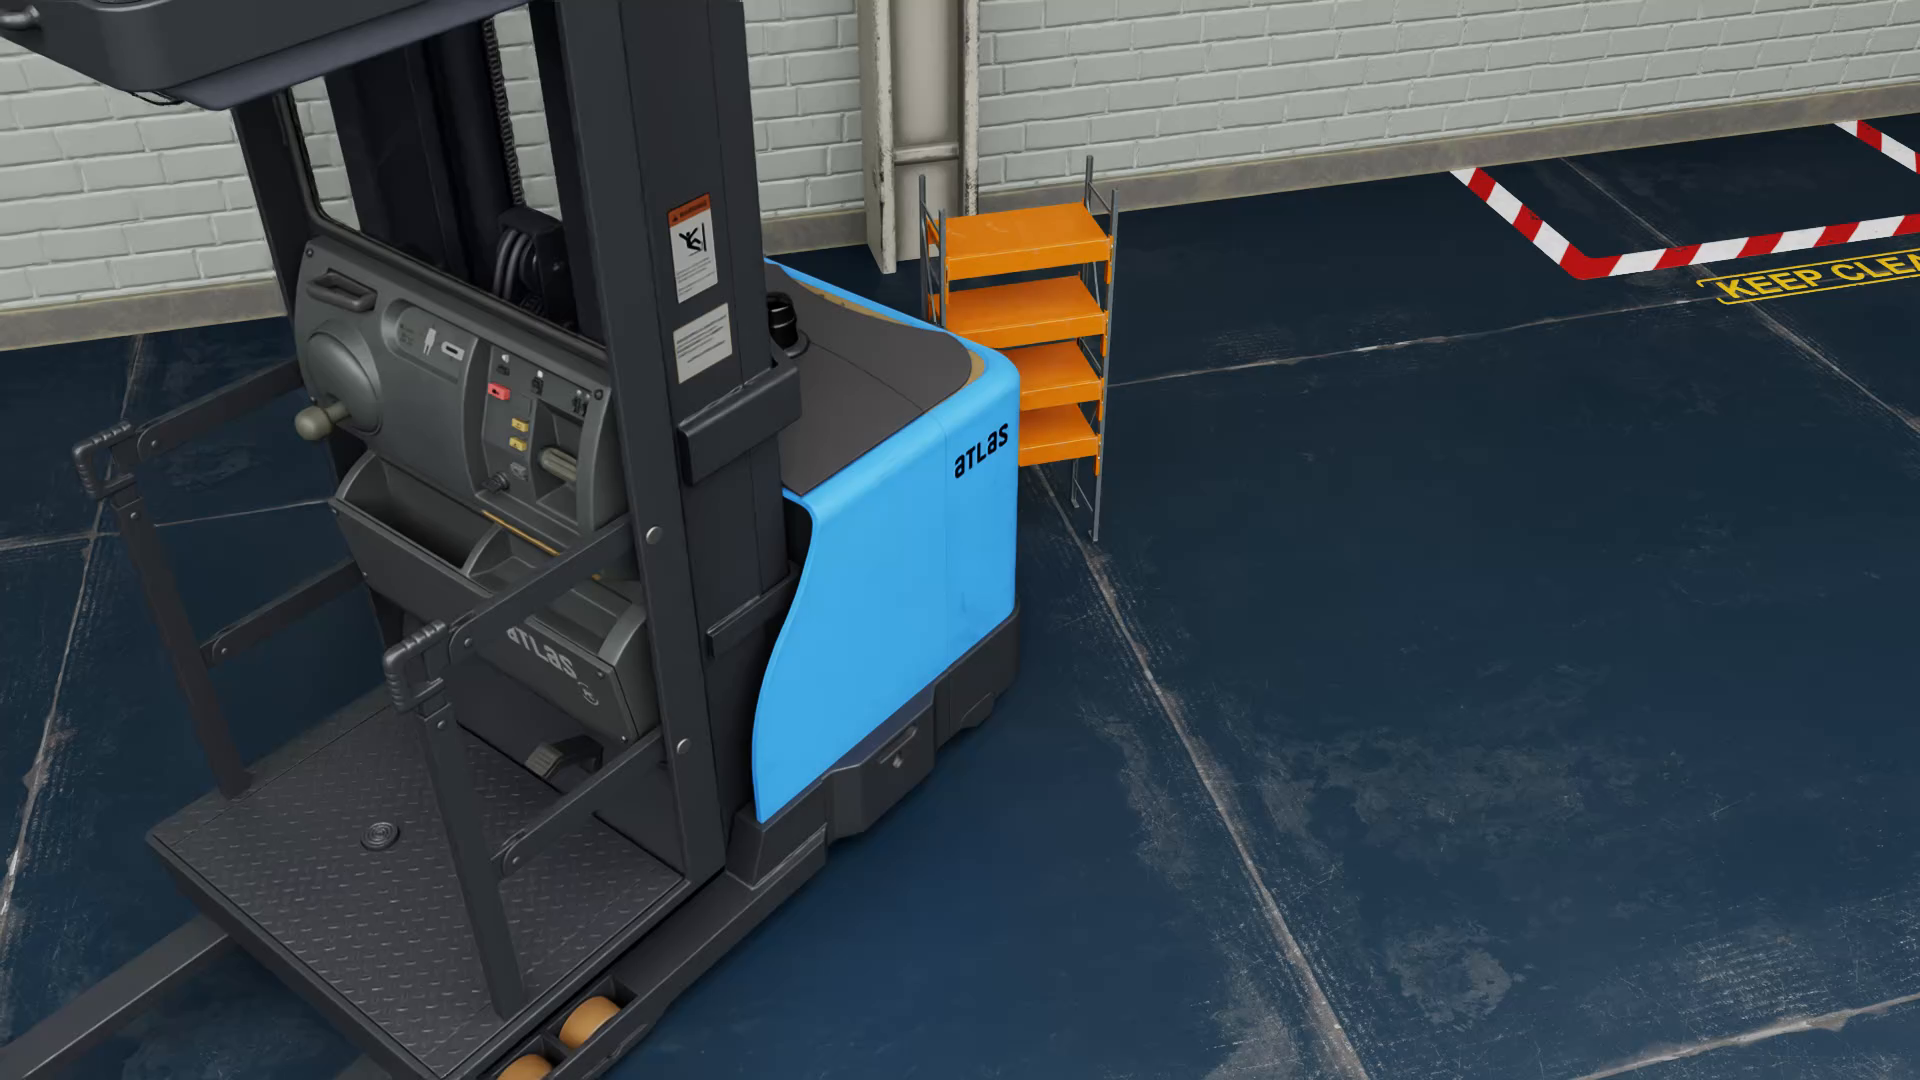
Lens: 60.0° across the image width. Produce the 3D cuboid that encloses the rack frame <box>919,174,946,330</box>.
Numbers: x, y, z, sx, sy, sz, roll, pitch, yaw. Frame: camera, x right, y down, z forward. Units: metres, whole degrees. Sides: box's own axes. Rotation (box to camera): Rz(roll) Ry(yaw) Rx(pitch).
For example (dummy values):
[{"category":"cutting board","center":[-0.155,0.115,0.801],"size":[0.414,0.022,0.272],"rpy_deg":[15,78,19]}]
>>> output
[{"category":"rack frame","center":[-0.076,-0.464,4.869],"size":[0.015,1.200,0.240],"rpy_deg":[-9,38,-12]}]

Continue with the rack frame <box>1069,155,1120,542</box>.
[{"category":"rack frame","center":[0.395,-0.541,4.970],"size":[0.015,1.200,0.240],"rpy_deg":[-9,38,-12]}]

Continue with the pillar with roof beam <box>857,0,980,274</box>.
[{"category":"pillar with roof beam","center":[0.965,-2.233,0.762],"size":[0.400,9.000,9.100],"rpy_deg":[-9,38,-12]}]

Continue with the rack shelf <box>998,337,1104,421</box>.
[{"category":"rack shelf","center":[0.160,-0.449,4.961],"size":[0.480,0.148,0.258],"rpy_deg":[-9,38,-12]}]

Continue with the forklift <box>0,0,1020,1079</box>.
[{"category":"forklift","center":[-1.143,-0.231,3.140],"size":[1.130,2.935,3.031],"rpy_deg":[26,44,29]}]

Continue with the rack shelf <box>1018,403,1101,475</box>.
[{"category":"rack shelf","center":[0.160,-0.292,5.081],"size":[0.480,0.148,0.258],"rpy_deg":[-9,38,-12]}]

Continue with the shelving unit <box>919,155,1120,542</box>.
[{"category":"shelving unit","center":[0.160,-0.503,4.920],"size":[0.503,1.200,0.258],"rpy_deg":[-9,38,-12]}]

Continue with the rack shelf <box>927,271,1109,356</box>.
[{"category":"rack shelf","center":[0.160,-0.627,4.825],"size":[0.480,0.148,0.258],"rpy_deg":[-9,38,-12]}]

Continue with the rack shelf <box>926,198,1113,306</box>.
[{"category":"rack shelf","center":[0.160,-0.815,4.681],"size":[0.480,0.148,0.258],"rpy_deg":[-9,38,-12]}]
